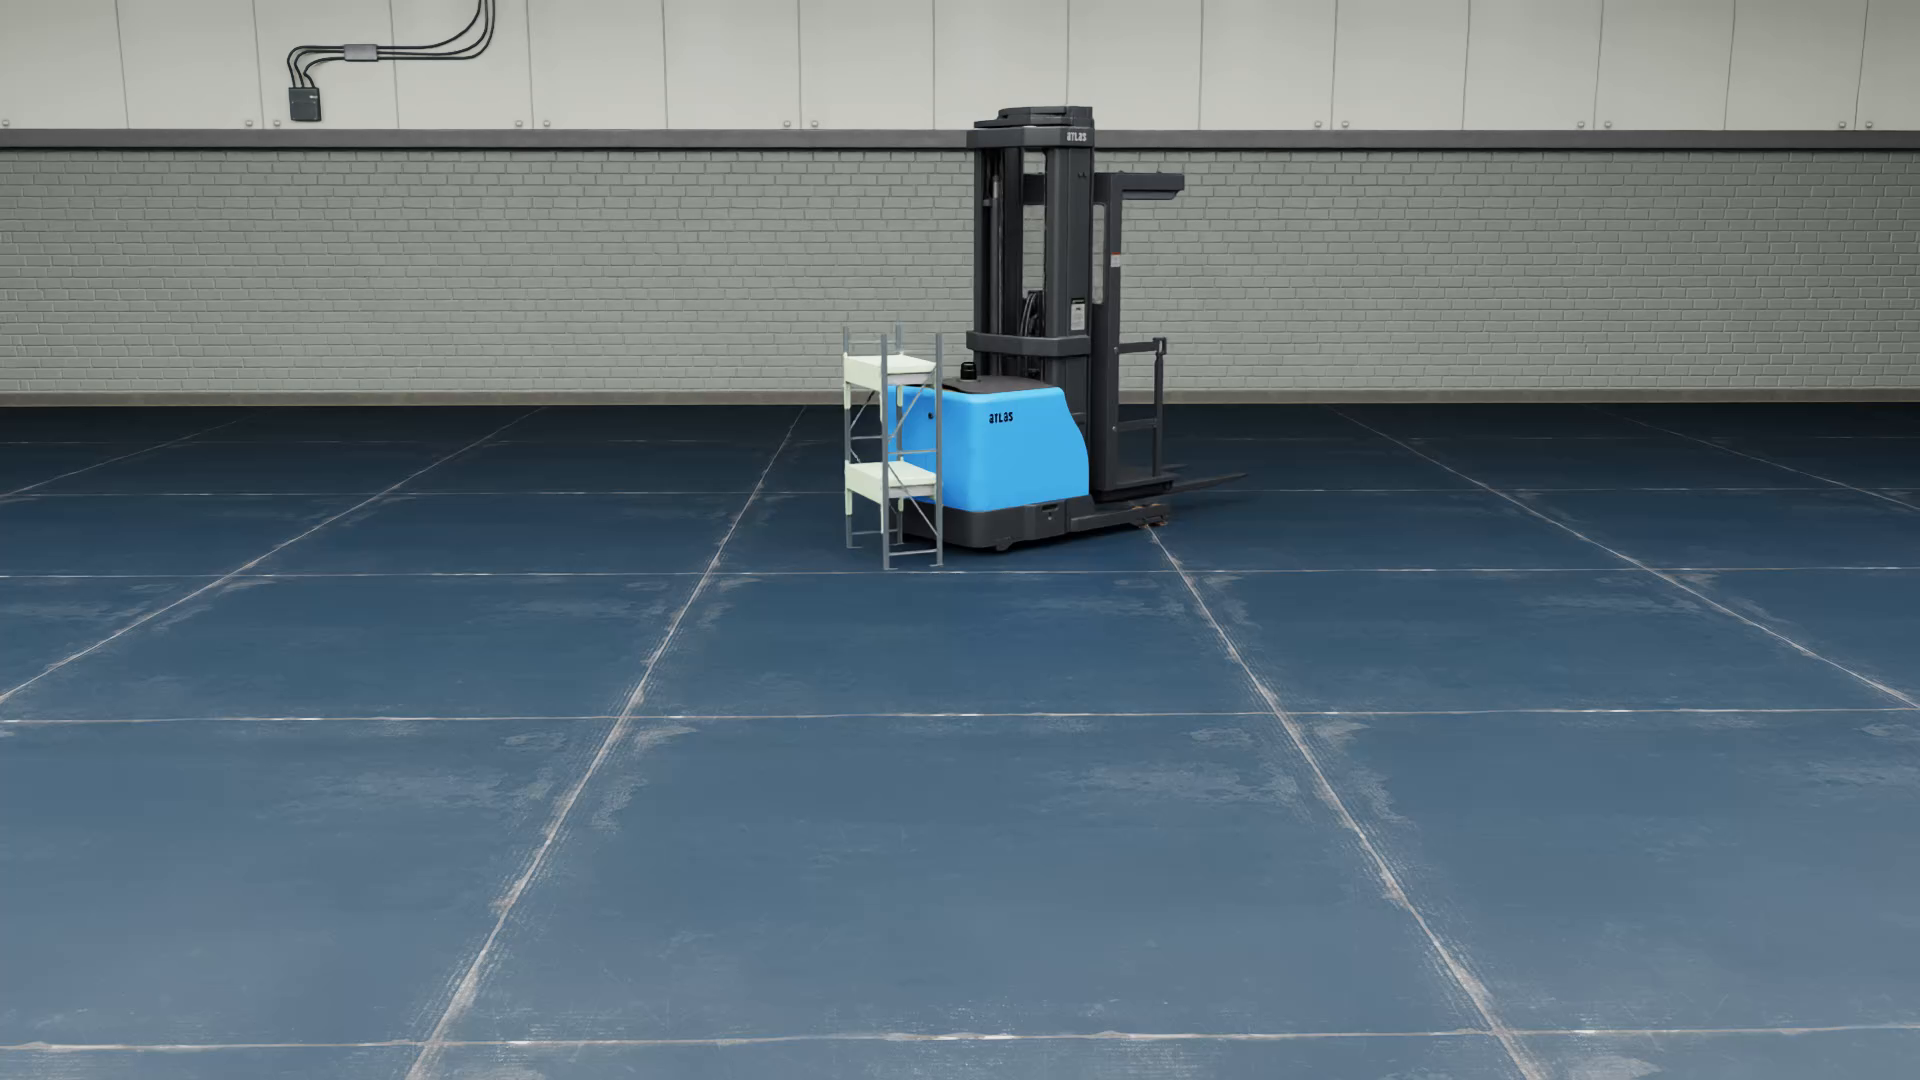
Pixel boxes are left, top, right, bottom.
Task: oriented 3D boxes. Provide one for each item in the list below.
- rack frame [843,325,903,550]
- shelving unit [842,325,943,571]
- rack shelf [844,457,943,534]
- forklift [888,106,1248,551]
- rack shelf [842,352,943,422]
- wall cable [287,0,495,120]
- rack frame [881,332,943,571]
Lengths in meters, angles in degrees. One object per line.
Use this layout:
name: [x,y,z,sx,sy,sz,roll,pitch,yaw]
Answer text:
rack frame: [-0.581,-0.688,11.177,0.400,1.500,0.023,-5,12,-22]
shelving unit: [-0.442,-0.621,10.846,0.431,1.500,0.755,-5,12,-22]
rack shelf: [-0.442,-0.301,10.911,0.431,0.370,0.720,-5,12,-22]
forklift: [0.895,-1.582,11.984,3.031,2.935,1.130,-10,15,-40]
rack shelf: [-0.442,-1.003,10.768,0.431,0.370,0.720,-5,12,-22]
wall cable: [-6.287,-7.622,17.943,2.305,6.003,0.169,0,11,-1]
rack frame: [-0.302,-0.553,10.514,0.400,1.500,0.023,-5,12,-22]
